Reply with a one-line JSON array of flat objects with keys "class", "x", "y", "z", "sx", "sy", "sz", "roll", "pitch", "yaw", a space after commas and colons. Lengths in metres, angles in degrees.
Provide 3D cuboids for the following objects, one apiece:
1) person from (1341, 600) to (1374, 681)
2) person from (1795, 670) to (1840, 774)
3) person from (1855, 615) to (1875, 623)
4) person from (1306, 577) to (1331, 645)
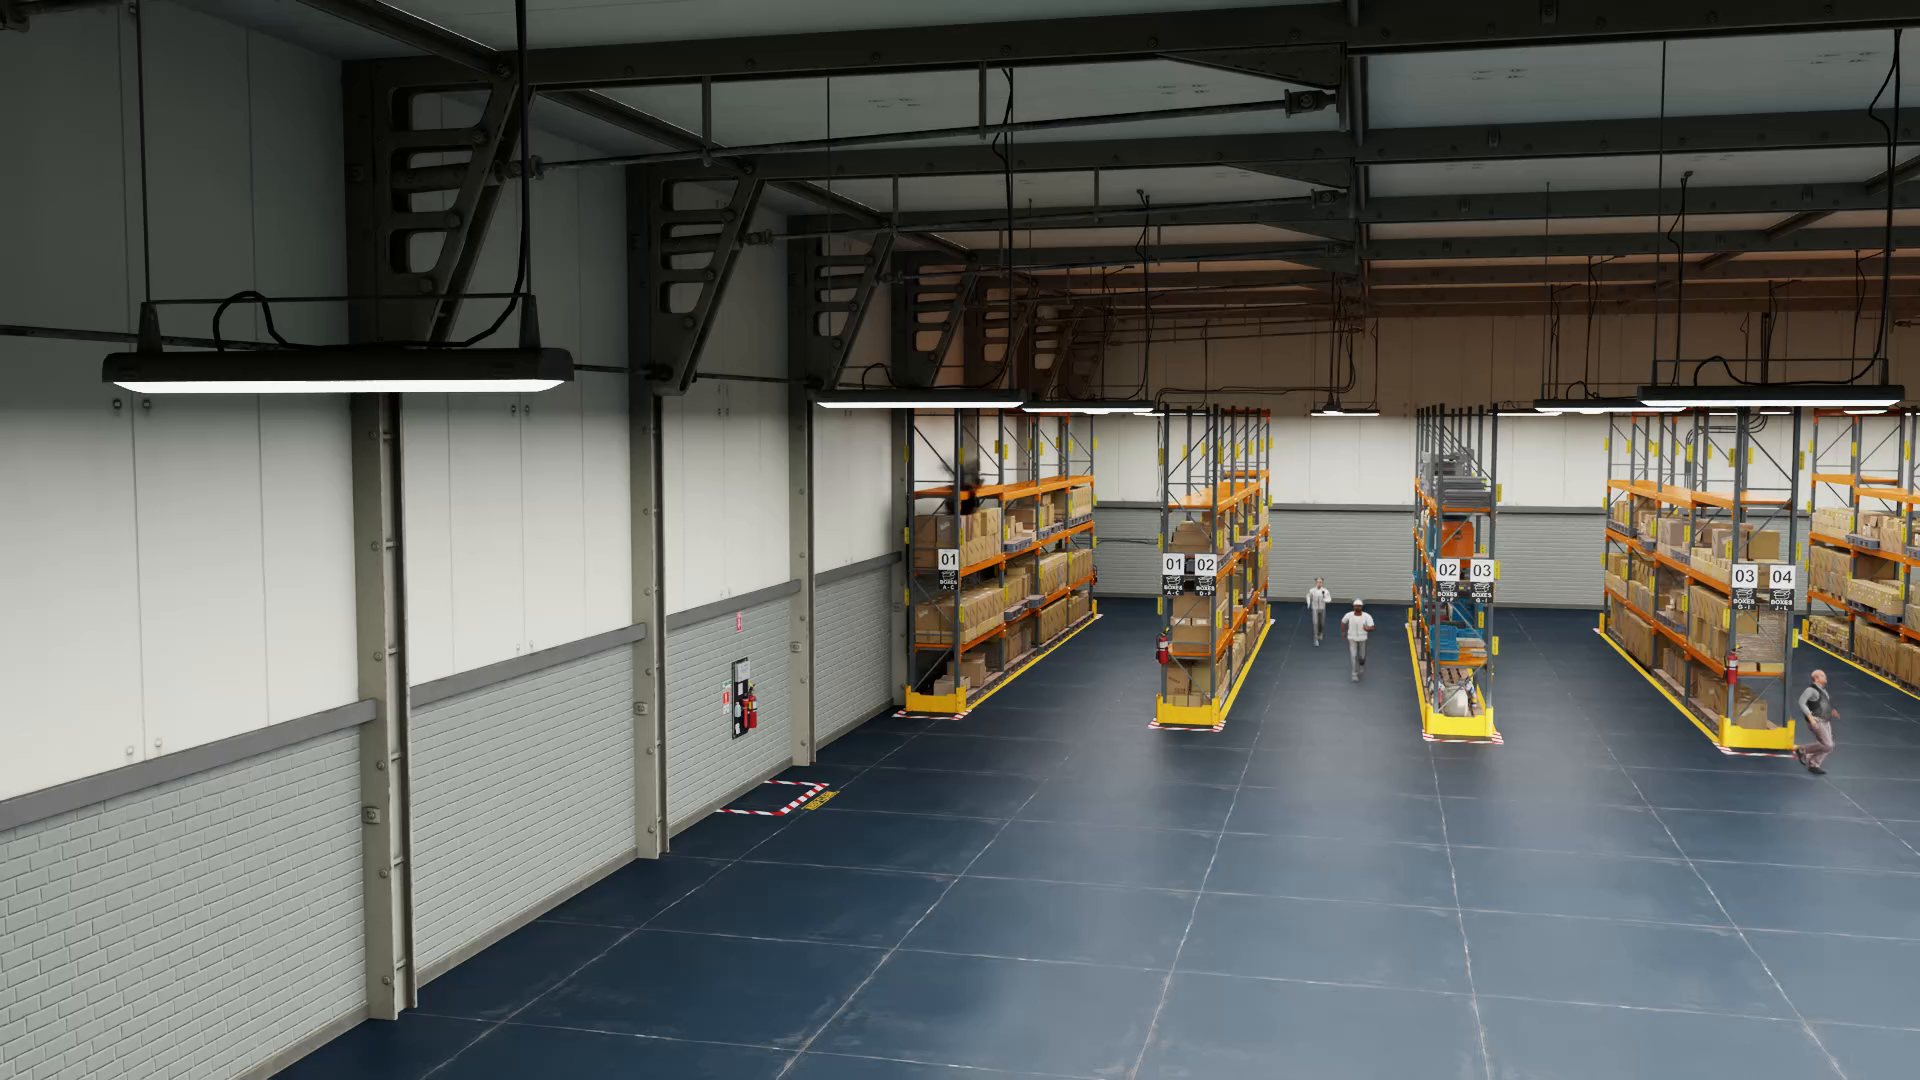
[{"class": "person", "x": 8.717, "y": 2.181, "z": 36.480, "sx": 0.711, "sy": 1.748, "sz": 0.954, "roll": 1, "pitch": 4, "yaw": 12}, {"class": "person", "x": 13.873, "y": 2.938, "z": 26.866, "sx": 0.667, "sy": 1.680, "sz": 0.579, "roll": -3, "pitch": 5, "yaw": -38}, {"class": "person", "x": 23.746, "y": 1.771, "z": 43.724, "sx": 0.645, "sy": 1.584, "sz": 0.695, "roll": -1, "pitch": 4, "yaw": -19}, {"class": "person", "x": 9.128, "y": 1.778, "z": 42.251, "sx": 0.578, "sy": 1.689, "sz": 0.935, "roll": 1, "pitch": 4, "yaw": 9}]
